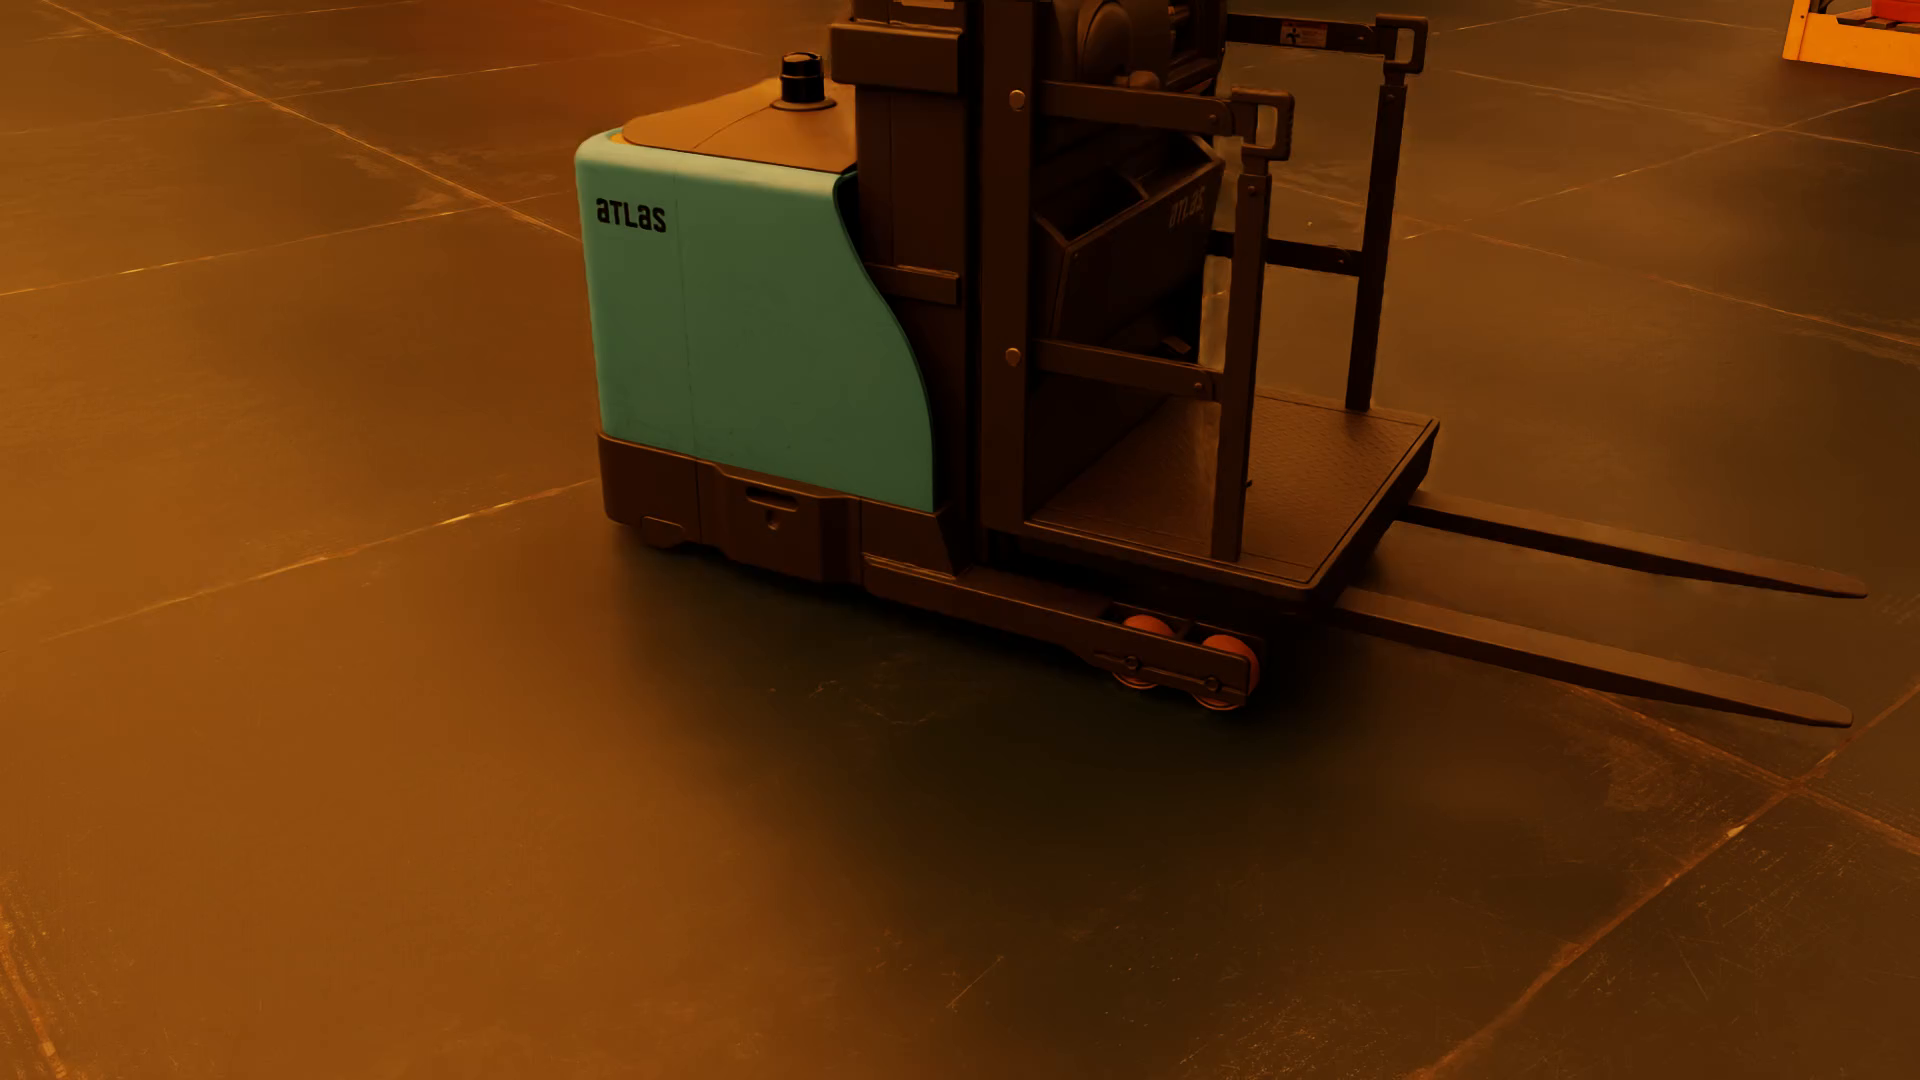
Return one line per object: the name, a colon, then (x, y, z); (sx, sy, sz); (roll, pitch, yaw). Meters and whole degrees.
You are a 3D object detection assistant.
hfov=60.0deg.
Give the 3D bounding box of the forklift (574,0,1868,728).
forklift: (0.579, -1.200, 3.622); (3.031, 2.935, 1.130); (14, 29, 25)
